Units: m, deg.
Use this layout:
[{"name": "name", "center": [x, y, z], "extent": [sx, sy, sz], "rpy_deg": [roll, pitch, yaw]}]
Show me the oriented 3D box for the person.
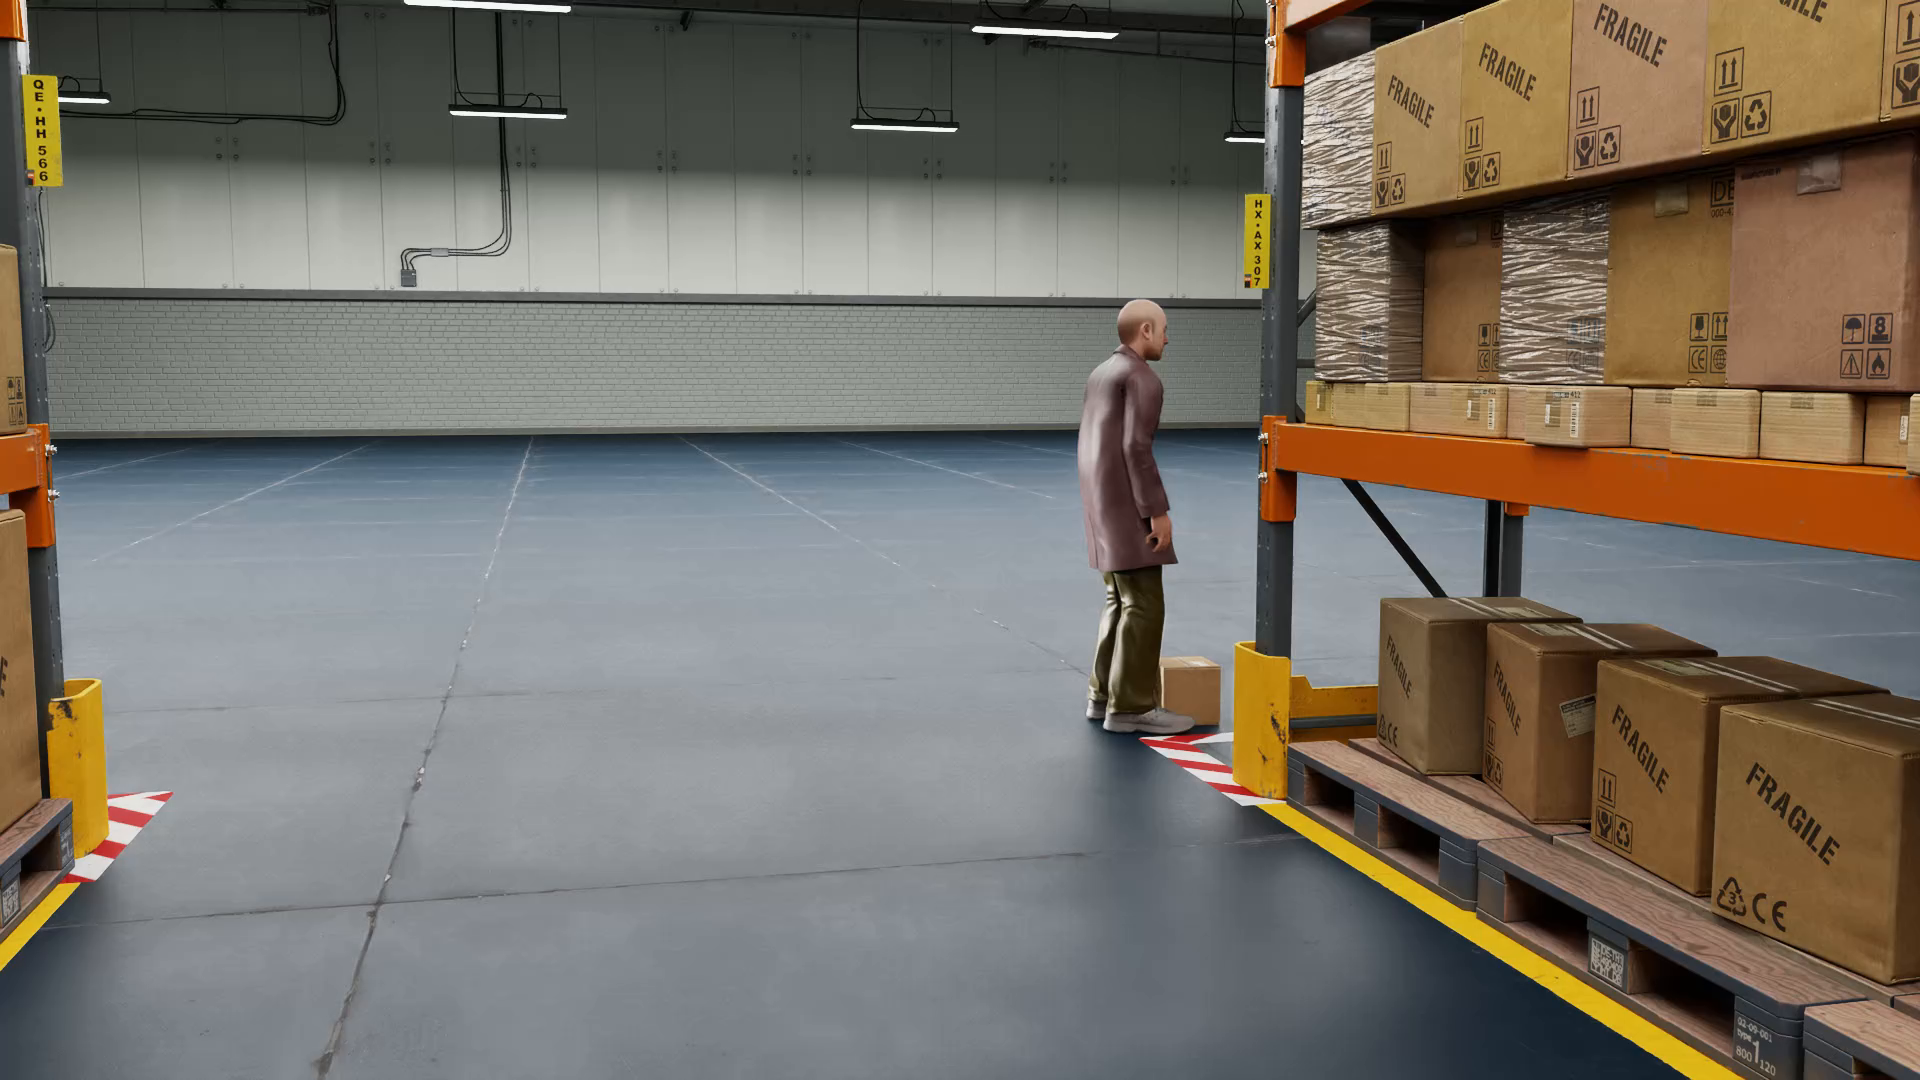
[{"name": "person", "center": [0.719, -0.111, 6.938], "extent": [0.426, 1.774, 0.644], "rpy_deg": [-1, 6, -9]}]
